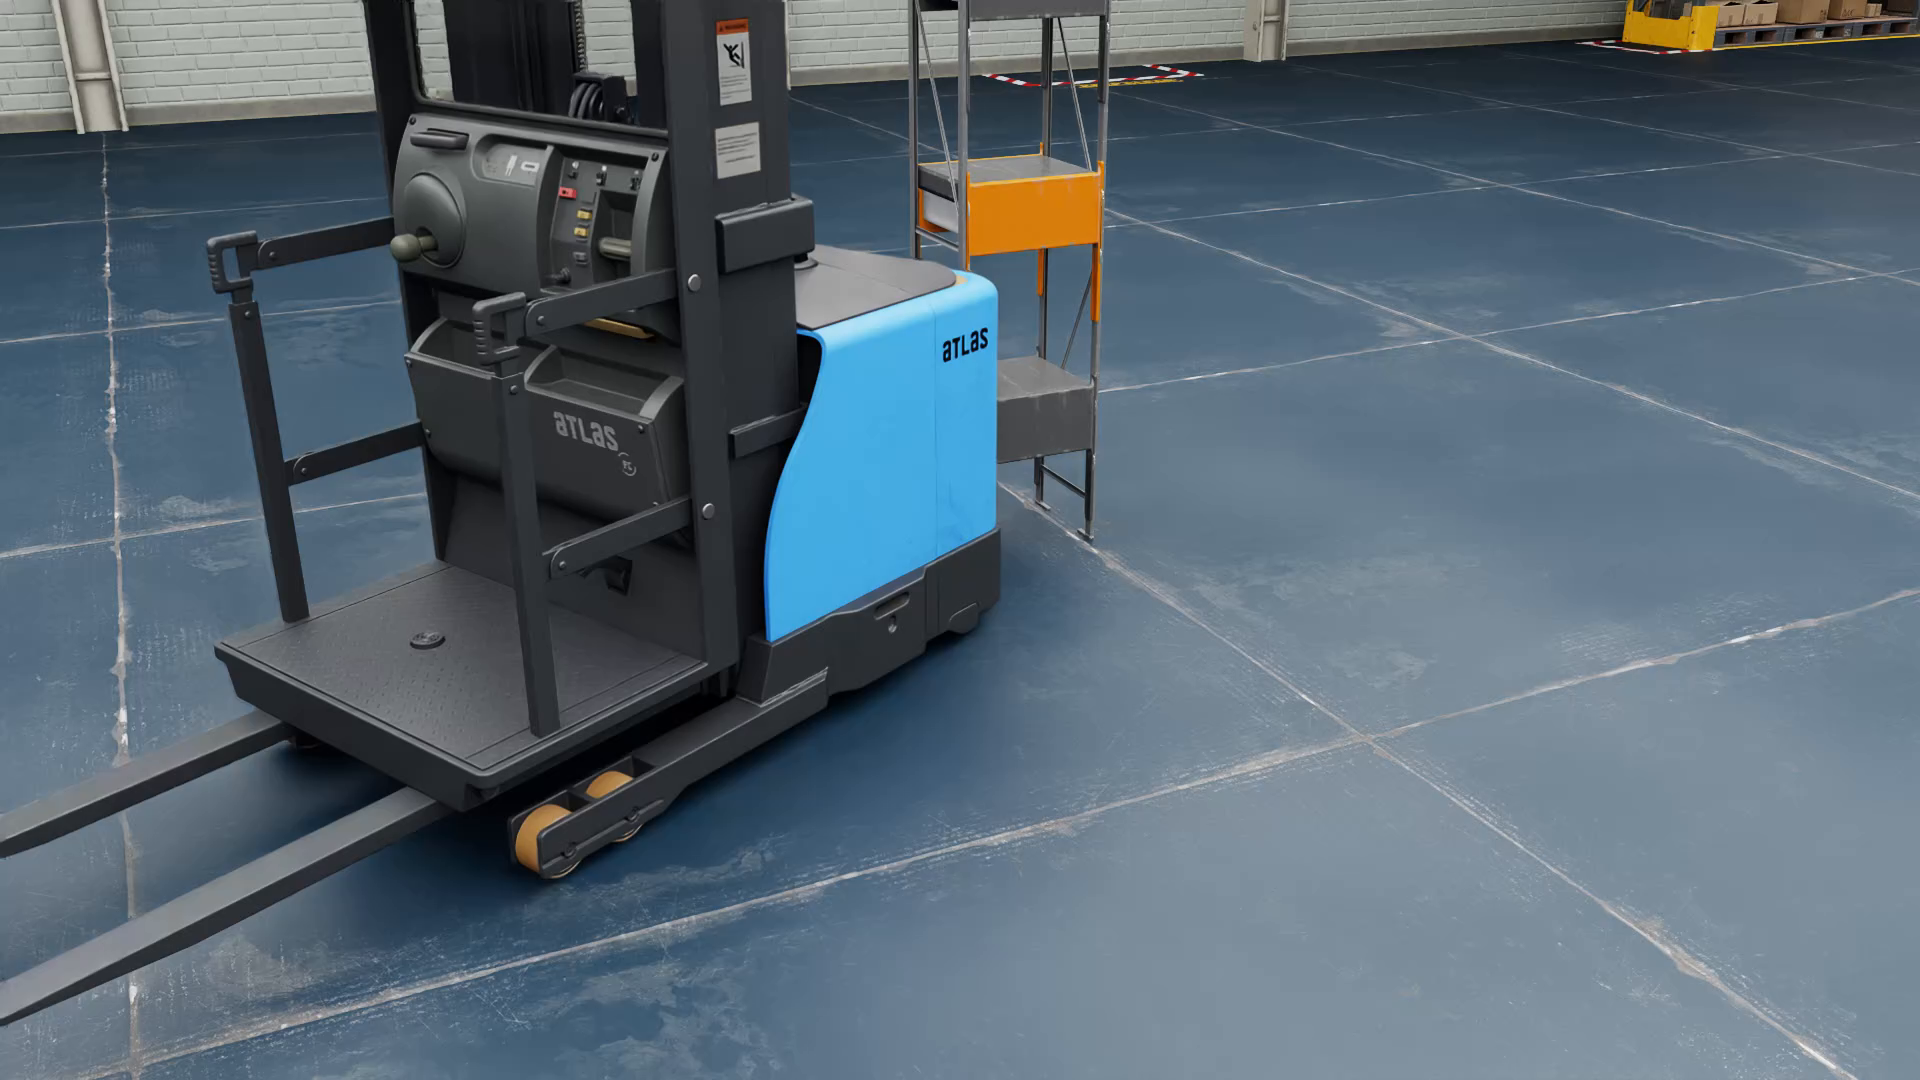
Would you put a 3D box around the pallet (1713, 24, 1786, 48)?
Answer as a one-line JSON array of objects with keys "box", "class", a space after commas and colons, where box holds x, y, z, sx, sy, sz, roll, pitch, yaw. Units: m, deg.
[{"box": [9.445, -6.317, 20.735, 1.213, 0.211, 1.003, -10, 25, -24], "class": "pallet"}]

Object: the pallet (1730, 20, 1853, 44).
[{"box": [10.543, -6.518, 21.220, 1.213, 0.211, 1.003, -10, 25, -24], "class": "pallet"}]

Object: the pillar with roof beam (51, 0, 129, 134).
[{"box": [-5.467, -6.187, 8.931, 0.400, 9.000, 9.100, -10, 25, -24], "class": "pillar with roof beam"}]

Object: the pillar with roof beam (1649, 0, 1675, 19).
[{"box": [10.752, -9.173, 16.144, 0.400, 9.000, 9.100, -10, 25, -24], "class": "pillar with roof beam"}]

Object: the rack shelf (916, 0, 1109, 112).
[{"box": [0.149, -1.632, 5.152, 0.480, 0.518, 0.431, -10, 25, -24], "class": "rack shelf"}]

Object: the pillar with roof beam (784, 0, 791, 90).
[{"box": [-0.061, -7.182, 11.336, 0.400, 9.000, 9.100, -10, 25, -24], "class": "pillar with roof beam"}]

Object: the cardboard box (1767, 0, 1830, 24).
[{"box": [10.488, -6.802, 20.952, 0.500, 0.500, 0.700, -12, 25, -27], "class": "cardboard box"}]

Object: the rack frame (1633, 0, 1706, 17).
[{"box": [8.629, -7.470, 19.875, 0.127, 3.000, 1.000, -10, 25, -24], "class": "rack frame"}]

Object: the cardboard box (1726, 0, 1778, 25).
[{"box": [9.806, -6.610, 20.736, 0.500, 0.311, 0.500, -8, 24, -19], "class": "cardboard box"}]

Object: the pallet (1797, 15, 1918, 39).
[{"box": [11.644, -6.722, 21.713, 1.213, 0.211, 1.003, -10, 25, -24], "class": "pallet"}]

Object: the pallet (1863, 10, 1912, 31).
[{"box": [12.935, -6.975, 22.325, 1.213, 0.211, 1.003, -10, 25, -24], "class": "pallet"}]

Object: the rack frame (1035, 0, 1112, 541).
[{"box": [0.369, -1.038, 5.513, 0.015, 2.100, 0.400, -10, 25, -24], "class": "rack frame"}]

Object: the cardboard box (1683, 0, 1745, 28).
[{"box": [9.292, -6.515, 20.508, 0.500, 0.311, 0.500, -14, 26, -30], "class": "cardboard box"}]

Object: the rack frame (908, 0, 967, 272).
[{"box": [-0.071, -0.957, 5.317, 0.015, 2.100, 0.400, -10, 25, -24], "class": "rack frame"}]

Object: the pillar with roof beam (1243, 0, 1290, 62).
[{"box": [5.346, -8.178, 13.740, 0.400, 9.000, 9.100, -10, 25, -24], "class": "pillar with roof beam"}]

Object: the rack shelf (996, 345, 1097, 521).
[{"box": [0.149, -0.338, 5.688, 0.480, 0.518, 0.431, -10, 25, -24], "class": "rack shelf"}]

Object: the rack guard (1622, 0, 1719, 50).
[{"box": [8.698, -6.328, 20.384, 0.348, 0.500, 1.175, -10, 25, -24], "class": "rack guard"}]

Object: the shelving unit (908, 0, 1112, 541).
[{"box": [0.149, -0.998, 5.415, 0.503, 2.100, 0.431, -10, 25, -24], "class": "shelving unit"}]

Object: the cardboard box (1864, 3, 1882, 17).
[{"box": [11.765, -6.929, 21.697, 0.250, 0.166, 0.380, -14, 26, -30], "class": "cardboard box"}]

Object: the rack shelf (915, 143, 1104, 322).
[{"box": [0.149, -0.985, 5.420, 0.480, 0.518, 0.431, -10, 25, -24], "class": "rack shelf"}]

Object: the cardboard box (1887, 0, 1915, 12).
[{"box": [12.890, -7.310, 22.181, 0.500, 0.500, 0.700, -10, 24, -22], "class": "cardboard box"}]

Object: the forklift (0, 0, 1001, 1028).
[{"box": [-1.169, -0.783, 3.809, 1.130, 2.935, 3.031, 16, 28, 34], "class": "forklift"}]

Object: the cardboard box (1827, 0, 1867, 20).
[{"box": [11.316, -6.996, 21.423, 0.500, 0.500, 0.500, -12, 26, -28], "class": "cardboard box"}]

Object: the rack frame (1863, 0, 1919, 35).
[{"box": [12.234, -8.134, 21.478, 0.127, 3.000, 1.000, -10, 25, -24], "class": "rack frame"}]
